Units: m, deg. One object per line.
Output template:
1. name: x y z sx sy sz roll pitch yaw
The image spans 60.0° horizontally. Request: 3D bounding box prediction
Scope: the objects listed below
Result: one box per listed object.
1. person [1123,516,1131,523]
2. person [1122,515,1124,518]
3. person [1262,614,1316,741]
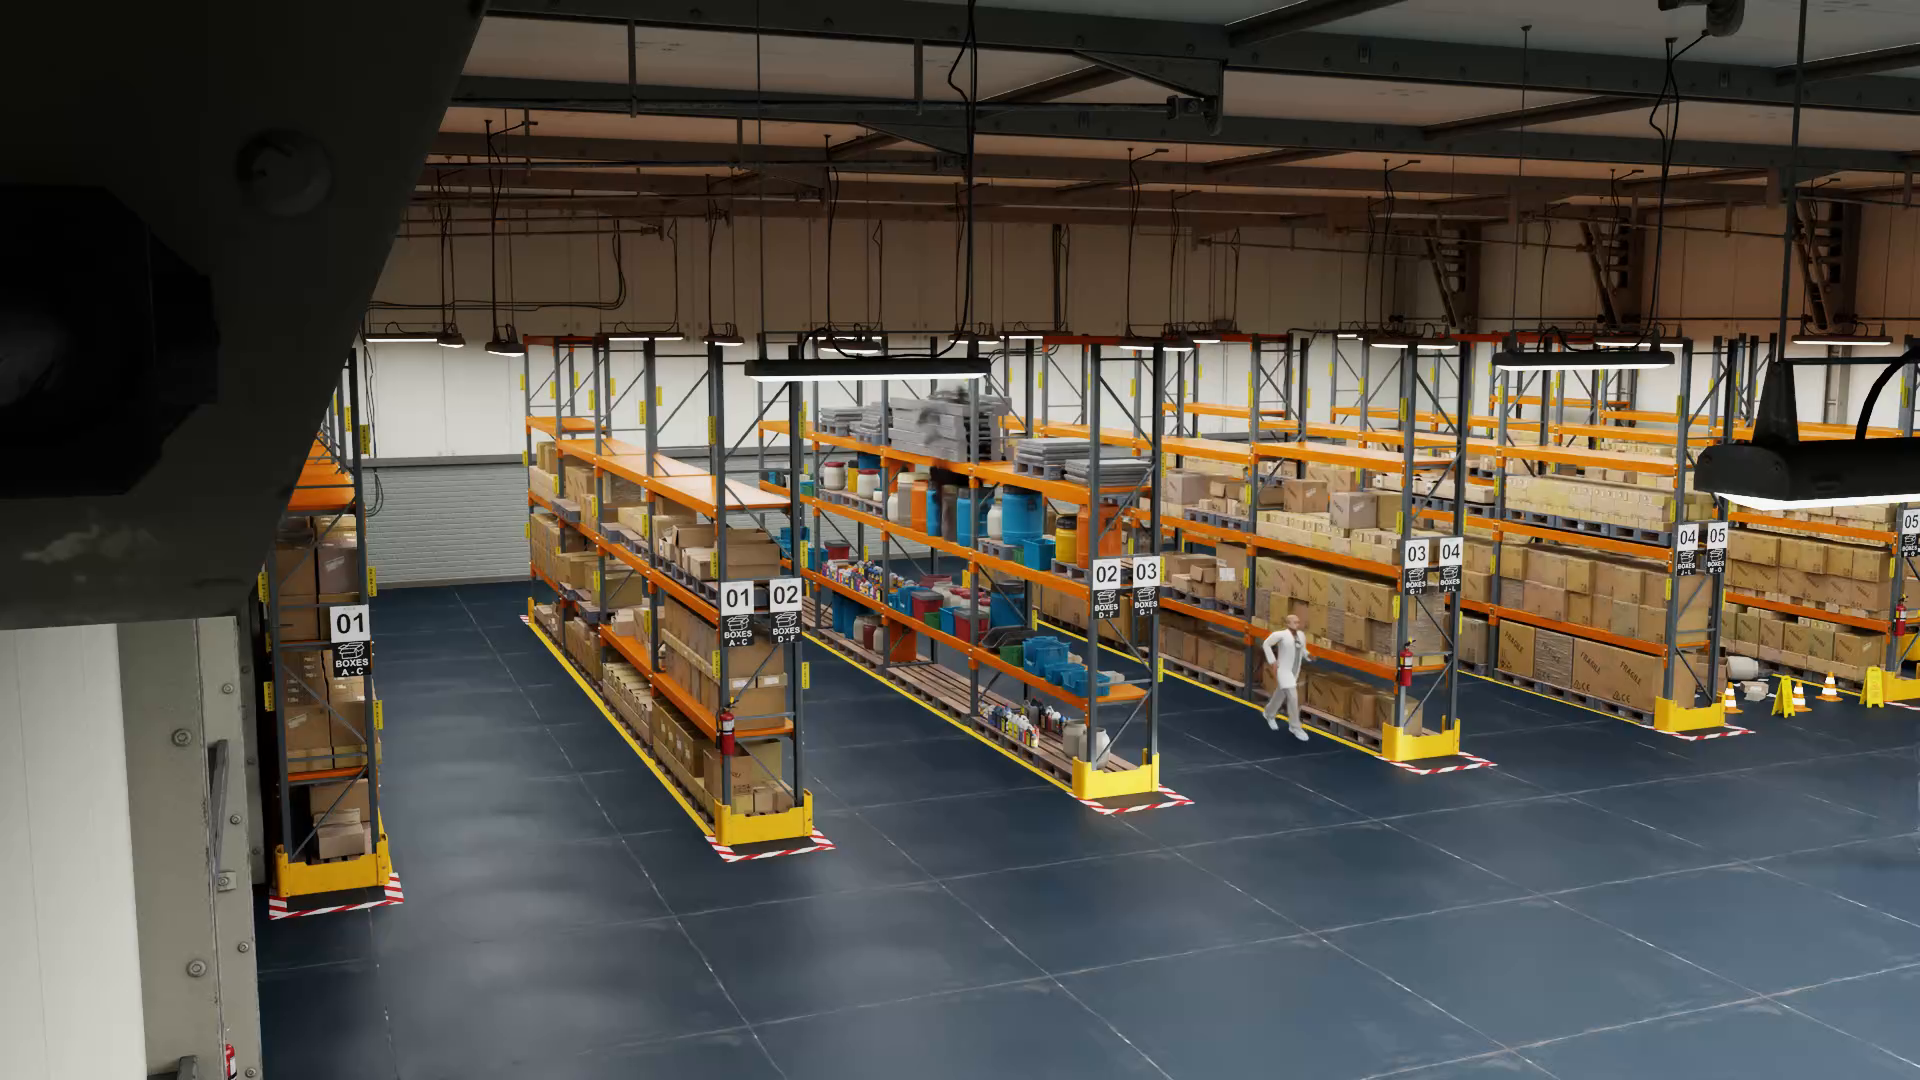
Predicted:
1. person: 4.017 0.022 41.380 0.873 1.608 0.773 -3 8 -21
2. person: 3.745 0.152 40.188 0.583 1.694 0.818 3 8 23
3. person: 4.820 1.982 24.535 0.649 1.788 1.001 -6 10 -37
